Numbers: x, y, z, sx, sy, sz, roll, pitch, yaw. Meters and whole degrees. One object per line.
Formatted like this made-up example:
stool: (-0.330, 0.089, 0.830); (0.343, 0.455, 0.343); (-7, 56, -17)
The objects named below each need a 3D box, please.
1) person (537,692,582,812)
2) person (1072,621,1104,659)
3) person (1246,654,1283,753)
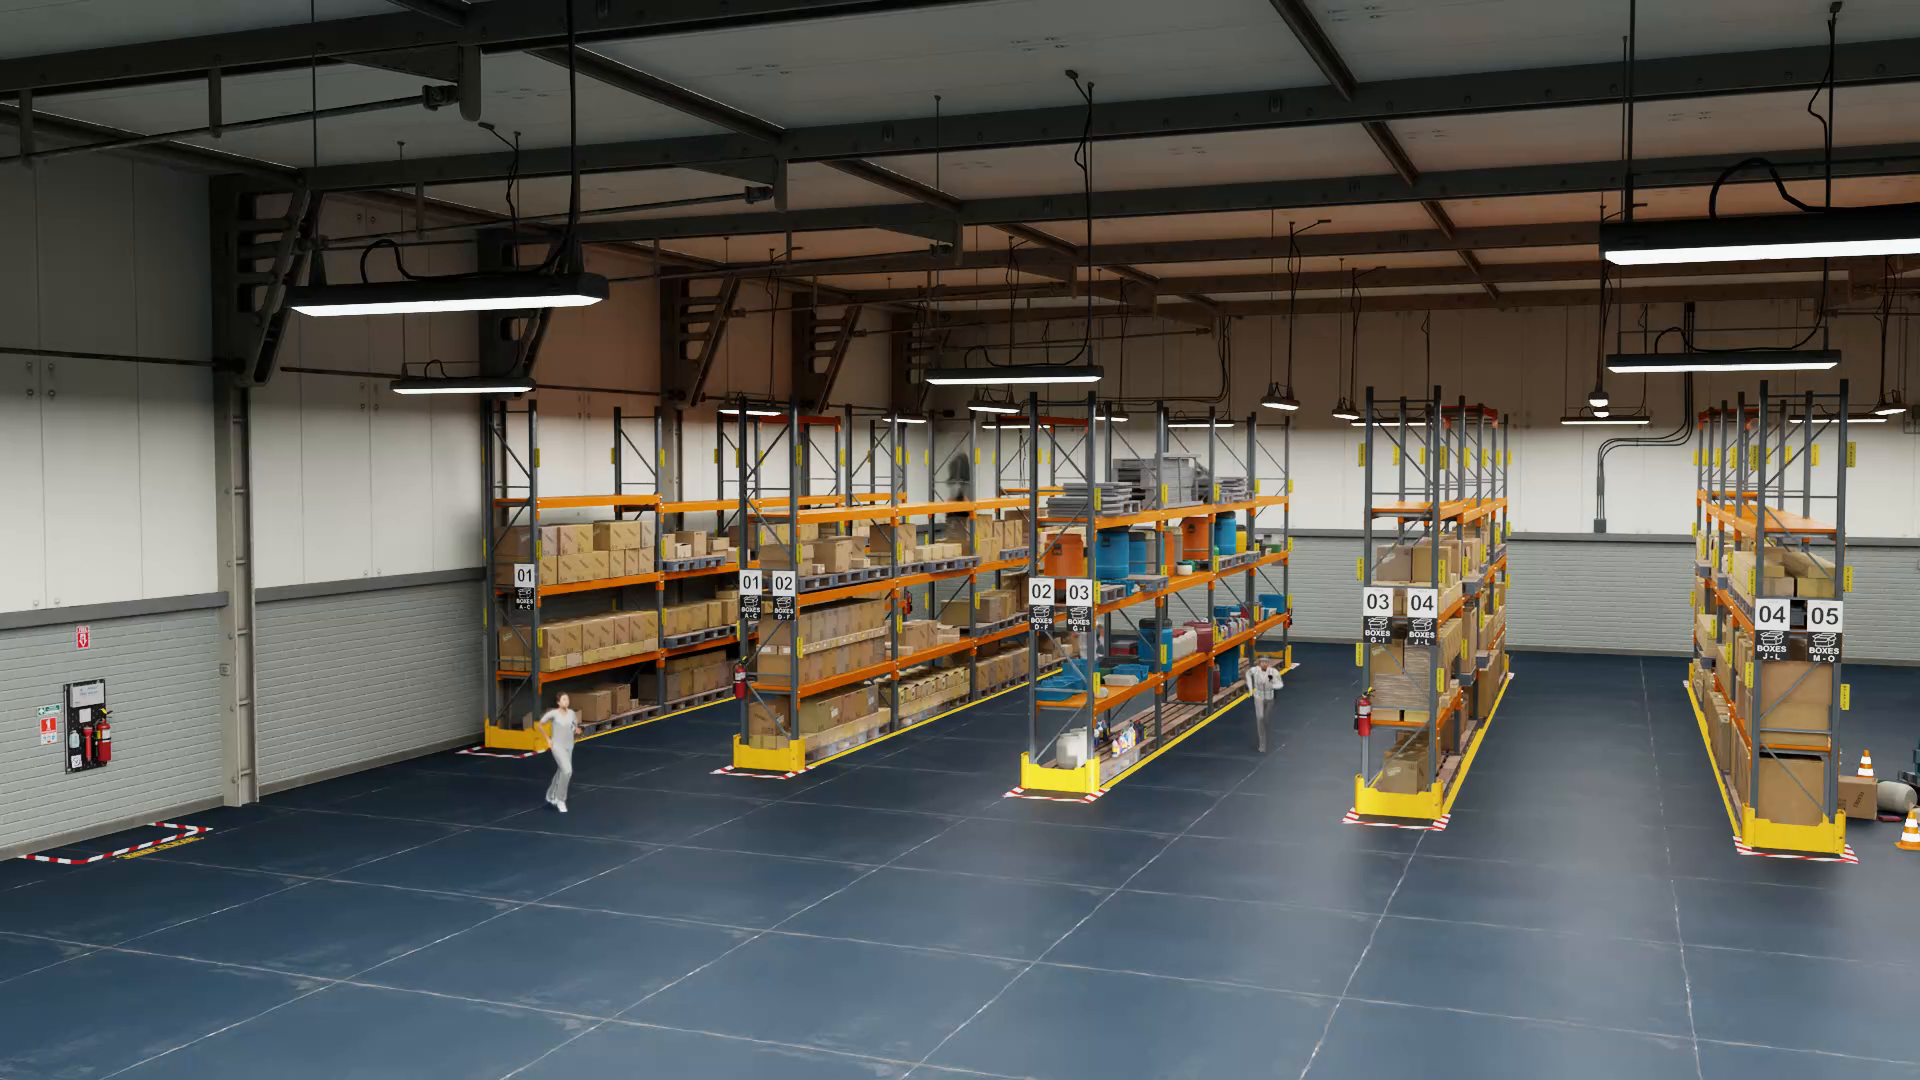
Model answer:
person: (-5.660, 3.007, 23.670); (0.710, 1.708, 0.542); (2, 4, 36)
person: (2.753, 2.358, 35.809); (0.645, 1.743, 0.935); (1, 3, 17)
person: (5.238, 2.769, 28.652); (0.609, 1.695, 0.923); (0, 3, 5)
